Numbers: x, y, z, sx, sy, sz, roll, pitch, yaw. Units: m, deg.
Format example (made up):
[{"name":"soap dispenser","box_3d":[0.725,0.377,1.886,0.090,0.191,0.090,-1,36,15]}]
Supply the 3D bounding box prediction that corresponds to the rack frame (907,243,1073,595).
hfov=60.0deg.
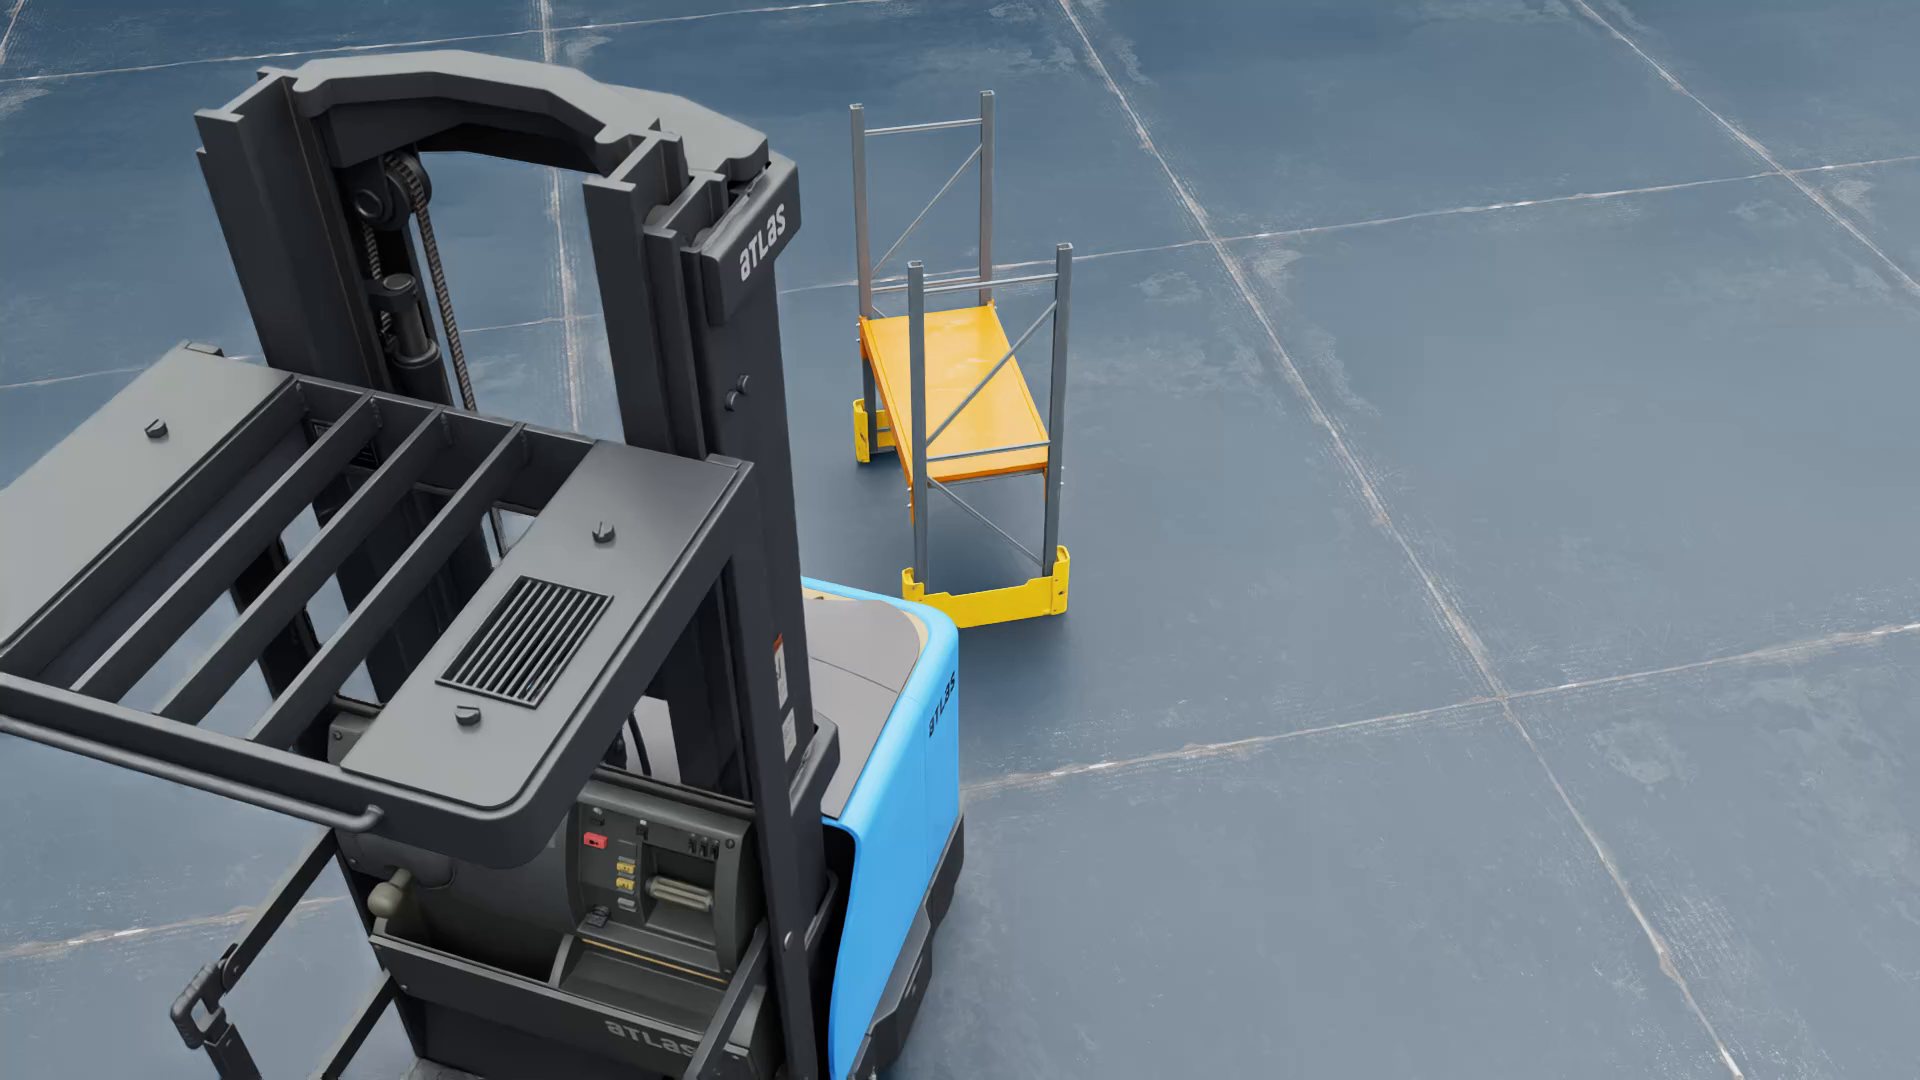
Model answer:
[{"name":"rack frame","box_3d":[0.091,-0.287,5.443,0.500,1.500,0.032,-8,42,-9]}]

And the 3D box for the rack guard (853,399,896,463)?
[{"name":"rack guard","box_3d":[-0.124,-0.466,6.586,0.587,0.250,0.087,-8,42,-9]}]

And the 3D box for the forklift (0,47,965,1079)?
[{"name":"forklift","box_3d":[-0.934,0.719,3.232,1.130,2.935,3.031,12,43,14]}]

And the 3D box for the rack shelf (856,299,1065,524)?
[{"name":"rack shelf","box_3d":[-0.018,-0.482,5.934,0.538,0.185,1.000,-8,42,-9]}]

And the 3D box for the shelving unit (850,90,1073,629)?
[{"name":"shelving unit","box_3d":[-0.016,-0.610,5.808,0.587,1.500,1.083,-8,42,-9]}]

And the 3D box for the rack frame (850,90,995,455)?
[{"name":"rack frame","box_3d":[-0.128,-0.946,6.186,0.500,1.500,0.032,-8,42,-9]}]

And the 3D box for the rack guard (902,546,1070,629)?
[{"name":"rack guard","box_3d":[0.091,0.180,5.859,0.587,0.250,0.087,-8,42,-9]}]
